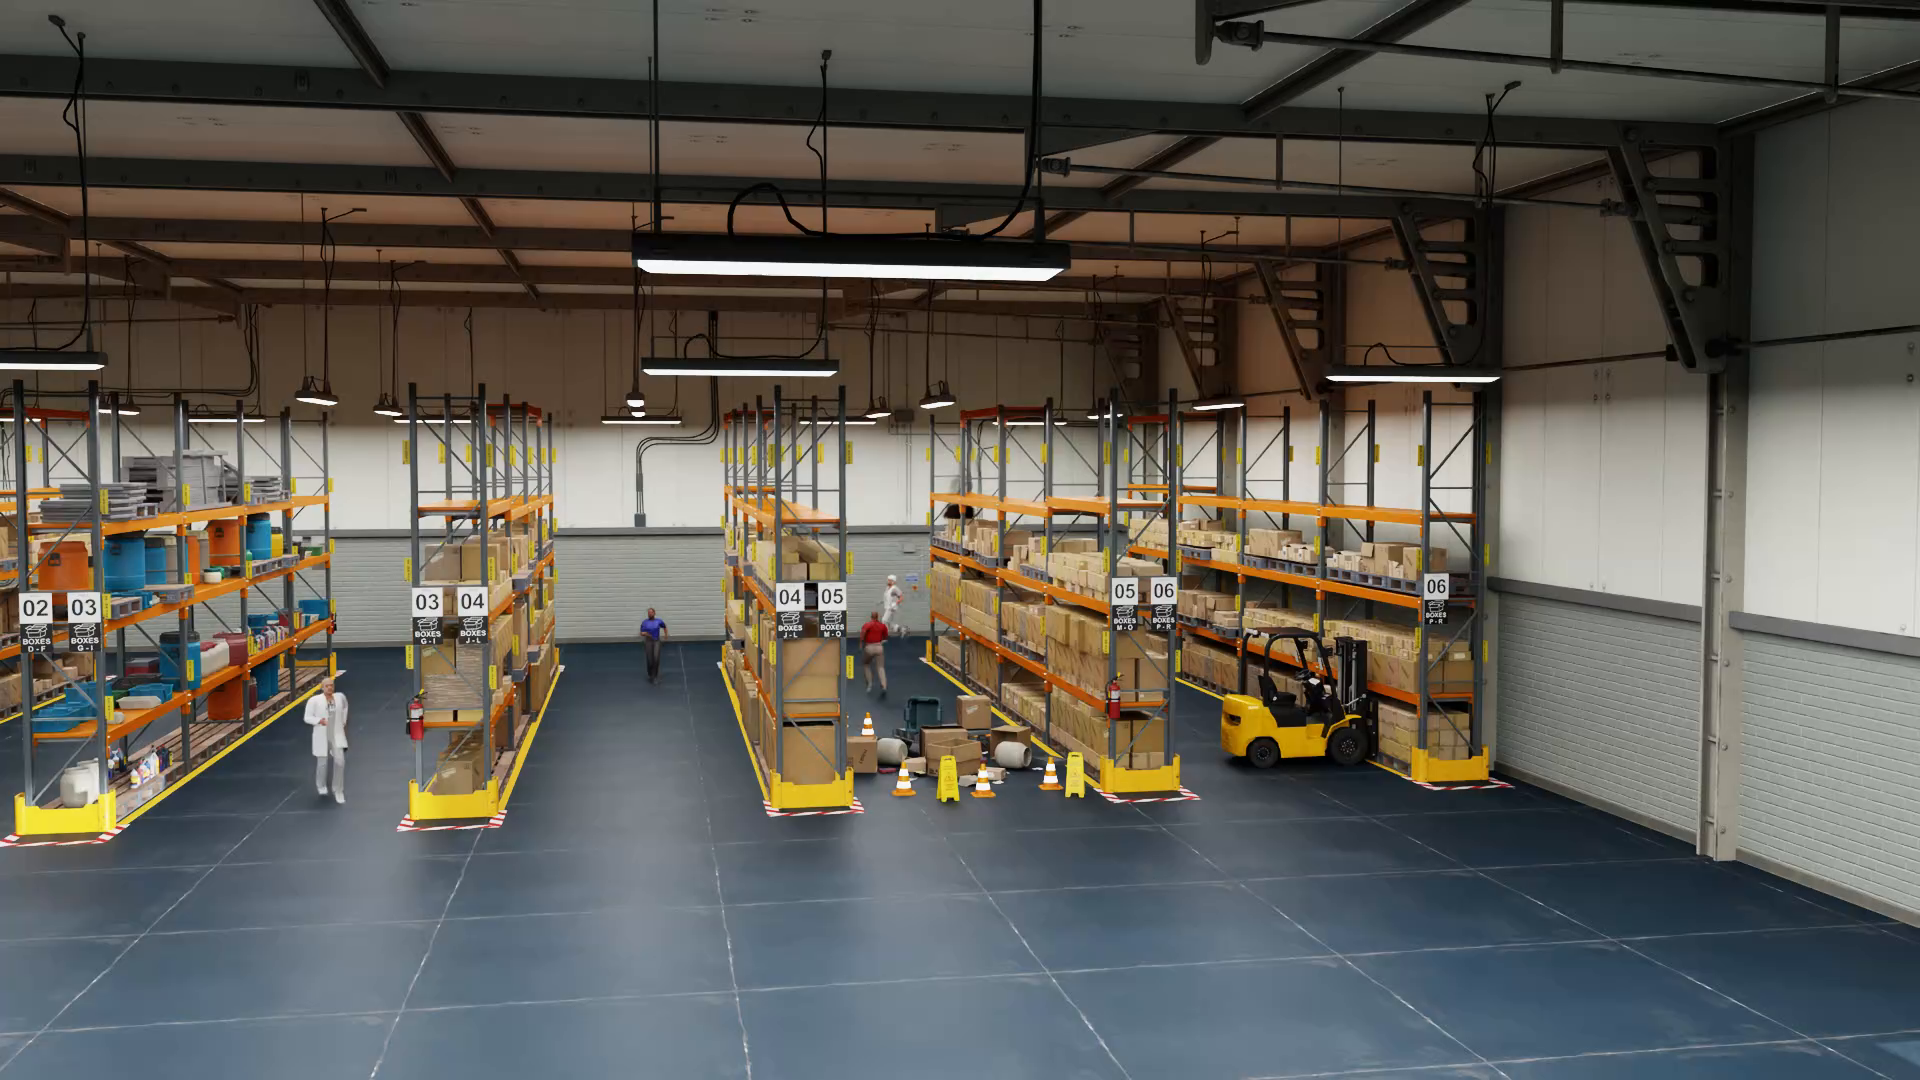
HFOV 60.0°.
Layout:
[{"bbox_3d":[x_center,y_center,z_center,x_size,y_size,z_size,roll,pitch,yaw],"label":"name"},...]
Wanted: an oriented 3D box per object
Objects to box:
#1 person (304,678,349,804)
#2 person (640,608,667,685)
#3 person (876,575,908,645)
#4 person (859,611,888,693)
[{"bbox_3d":[-9.154,2.902,24.076,0.640,1.832,0.876,-2,3,-28],"label":"person"},{"bbox_3d":[-6.760,2.348,36.659,0.581,1.682,0.765,0,3,-6],"label":"person"},{"bbox_3d":[-1.690,1.743,41.642,0.863,1.746,0.657,-1,3,-23],"label":"person"},{"bbox_3d":[-1.819,2.382,34.979,0.673,1.774,0.900,-1,3,-15],"label":"person"}]
